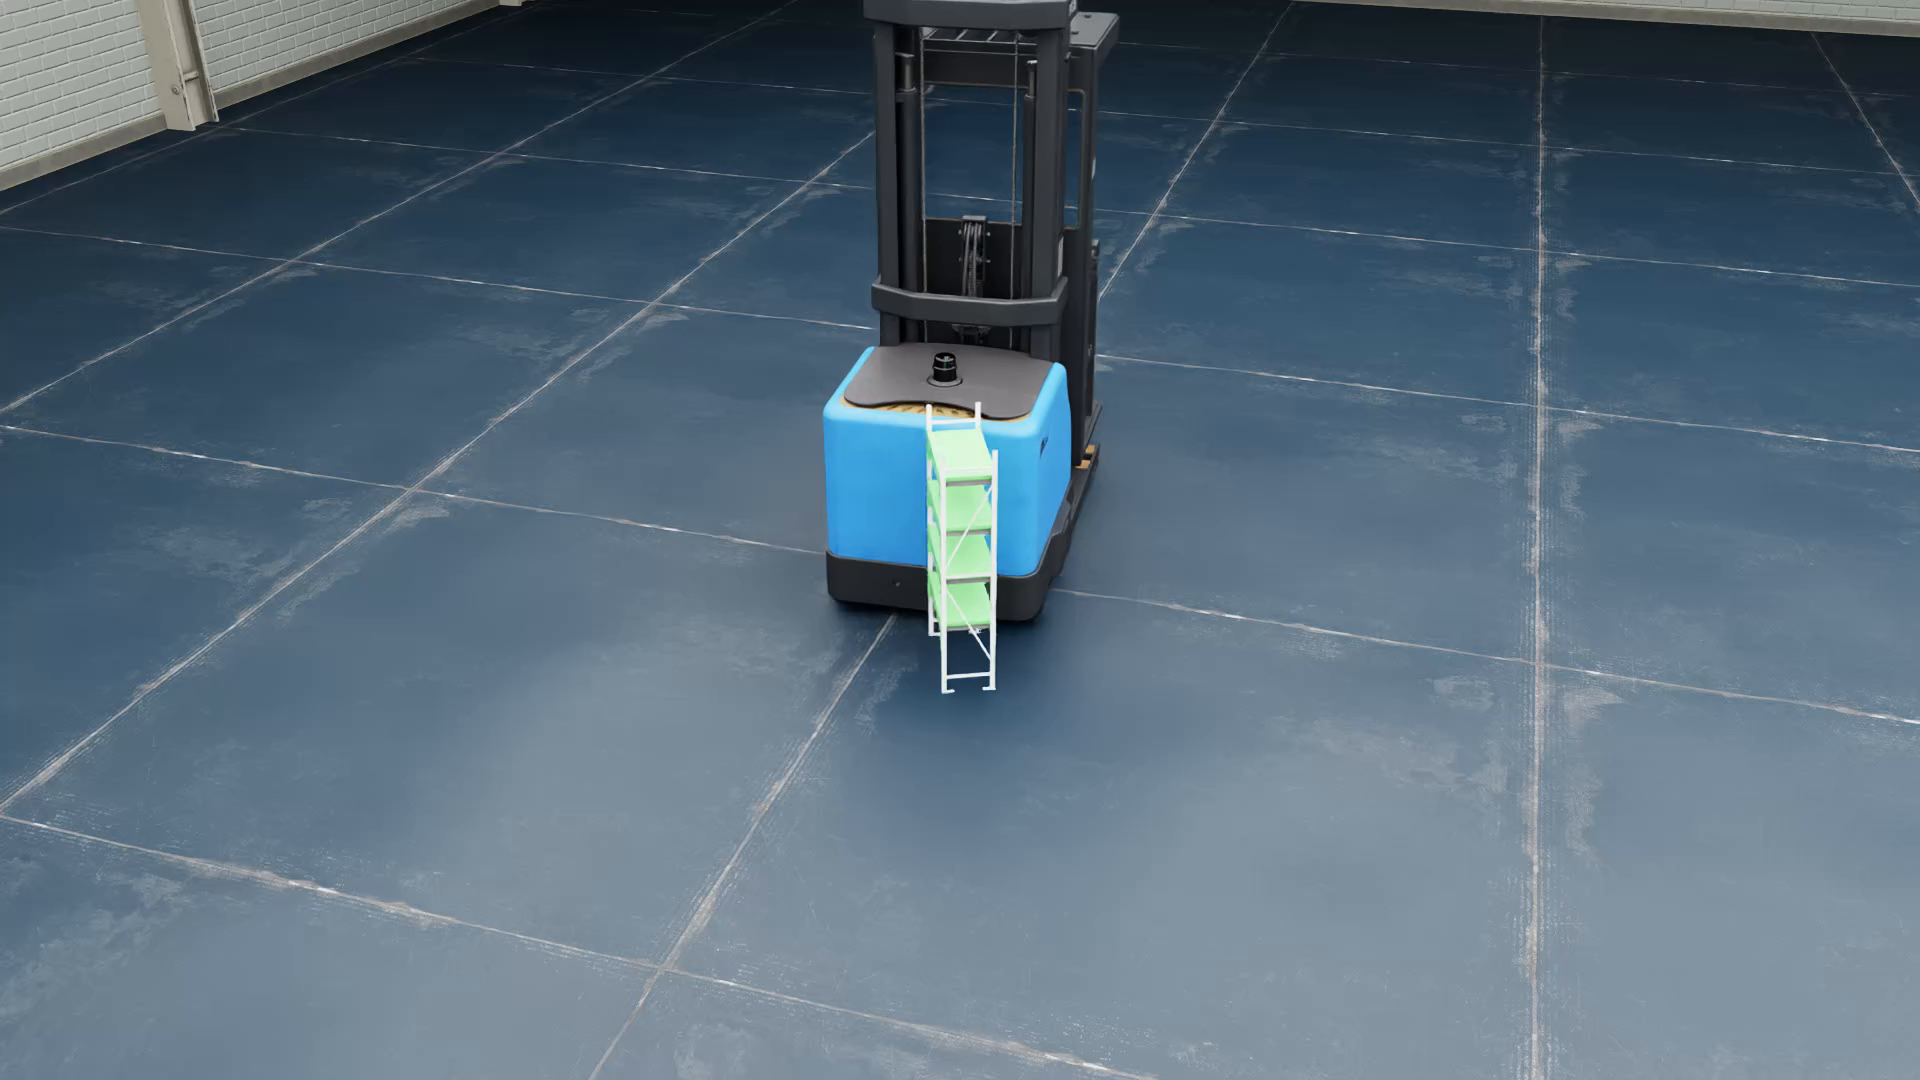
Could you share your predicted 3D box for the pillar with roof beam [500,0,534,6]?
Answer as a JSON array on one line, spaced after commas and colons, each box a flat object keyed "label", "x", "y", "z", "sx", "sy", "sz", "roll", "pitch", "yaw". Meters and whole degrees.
[{"label": "pillar with roof beam", "x": -1.457, "y": -10.078, "z": 17.609, "sx": 9.100, "sy": 9.000, "sz": 0.400, "roll": 8, "pitch": 30, "yaw": 15}]

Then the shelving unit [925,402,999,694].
[{"label": "shelving unit", "x": 0.004, "y": 0.041, "z": 7.443, "sx": 0.258, "sy": 1.200, "sz": 0.503, "roll": -4, "pitch": 29, "yaw": -7}]

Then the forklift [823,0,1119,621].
[{"label": "forklift", "x": 0.179, "y": -1.596, "z": 8.603, "sx": 1.130, "sy": 2.935, "sz": 3.031, "roll": 6, "pitch": 30, "yaw": 11}]

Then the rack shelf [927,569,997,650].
[{"label": "rack shelf", "x": 0.004, "y": 0.306, "z": 7.590, "sx": 0.258, "sy": 0.148, "sz": 0.480, "roll": -4, "pitch": 29, "yaw": -7}]

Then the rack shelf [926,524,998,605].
[{"label": "rack shelf", "x": 0.004, "y": 0.096, "z": 7.474, "sx": 0.258, "sy": 0.148, "sz": 0.480, "roll": -4, "pitch": 29, "yaw": -7}]

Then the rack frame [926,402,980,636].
[{"label": "rack frame", "x": -0.029, "y": -0.077, "z": 7.654, "sx": 0.240, "sy": 1.200, "sz": 0.015, "roll": -4, "pitch": 29, "yaw": -7}]

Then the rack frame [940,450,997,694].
[{"label": "rack frame", "x": 0.037, "y": 0.158, "z": 7.231, "sx": 0.240, "sy": 1.200, "sz": 0.015, "roll": -4, "pitch": 29, "yaw": -7}]

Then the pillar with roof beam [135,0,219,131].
[{"label": "pillar with roof beam", "x": -3.218, "y": -7.289, "z": 12.597, "sx": 9.100, "sy": 9.000, "sz": 0.400, "roll": 8, "pitch": 30, "yaw": 15}]

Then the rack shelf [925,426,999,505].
[{"label": "rack shelf", "x": 0.004, "y": -0.323, "z": 7.240, "sx": 0.258, "sy": 0.148, "sz": 0.480, "roll": -4, "pitch": 29, "yaw": -7}]

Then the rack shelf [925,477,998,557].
[{"label": "rack shelf", "x": 0.004, "y": -0.113, "z": 7.357, "sx": 0.258, "sy": 0.148, "sz": 0.480, "roll": -4, "pitch": 29, "yaw": -7}]
